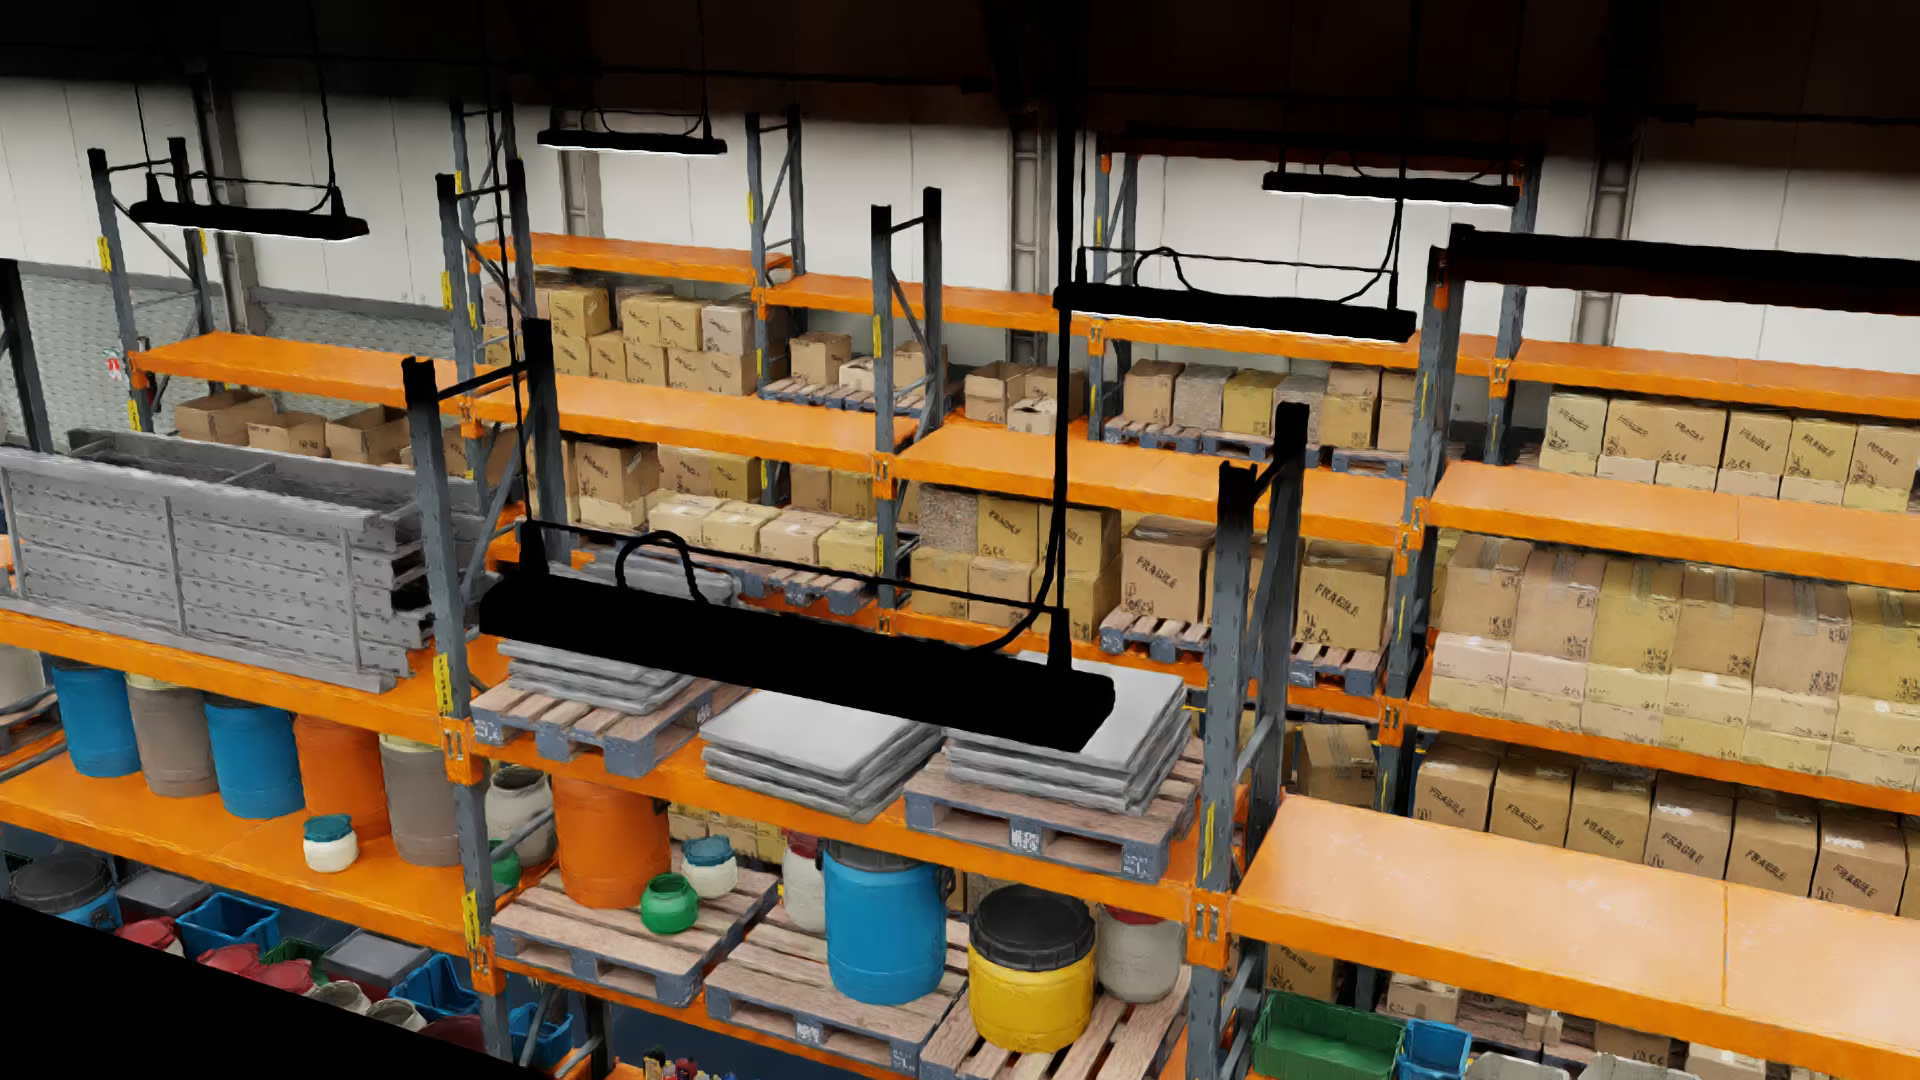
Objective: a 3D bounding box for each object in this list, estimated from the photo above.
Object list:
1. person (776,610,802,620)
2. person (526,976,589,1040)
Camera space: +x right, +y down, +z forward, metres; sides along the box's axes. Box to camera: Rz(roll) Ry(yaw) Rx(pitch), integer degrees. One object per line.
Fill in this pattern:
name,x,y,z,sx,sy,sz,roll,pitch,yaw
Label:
person,-1.594,1.403,16.682,0.507,1.619,0.598,8,22,20
person,-2.815,3.067,11.935,0.617,1.786,0.456,-3,21,-7
